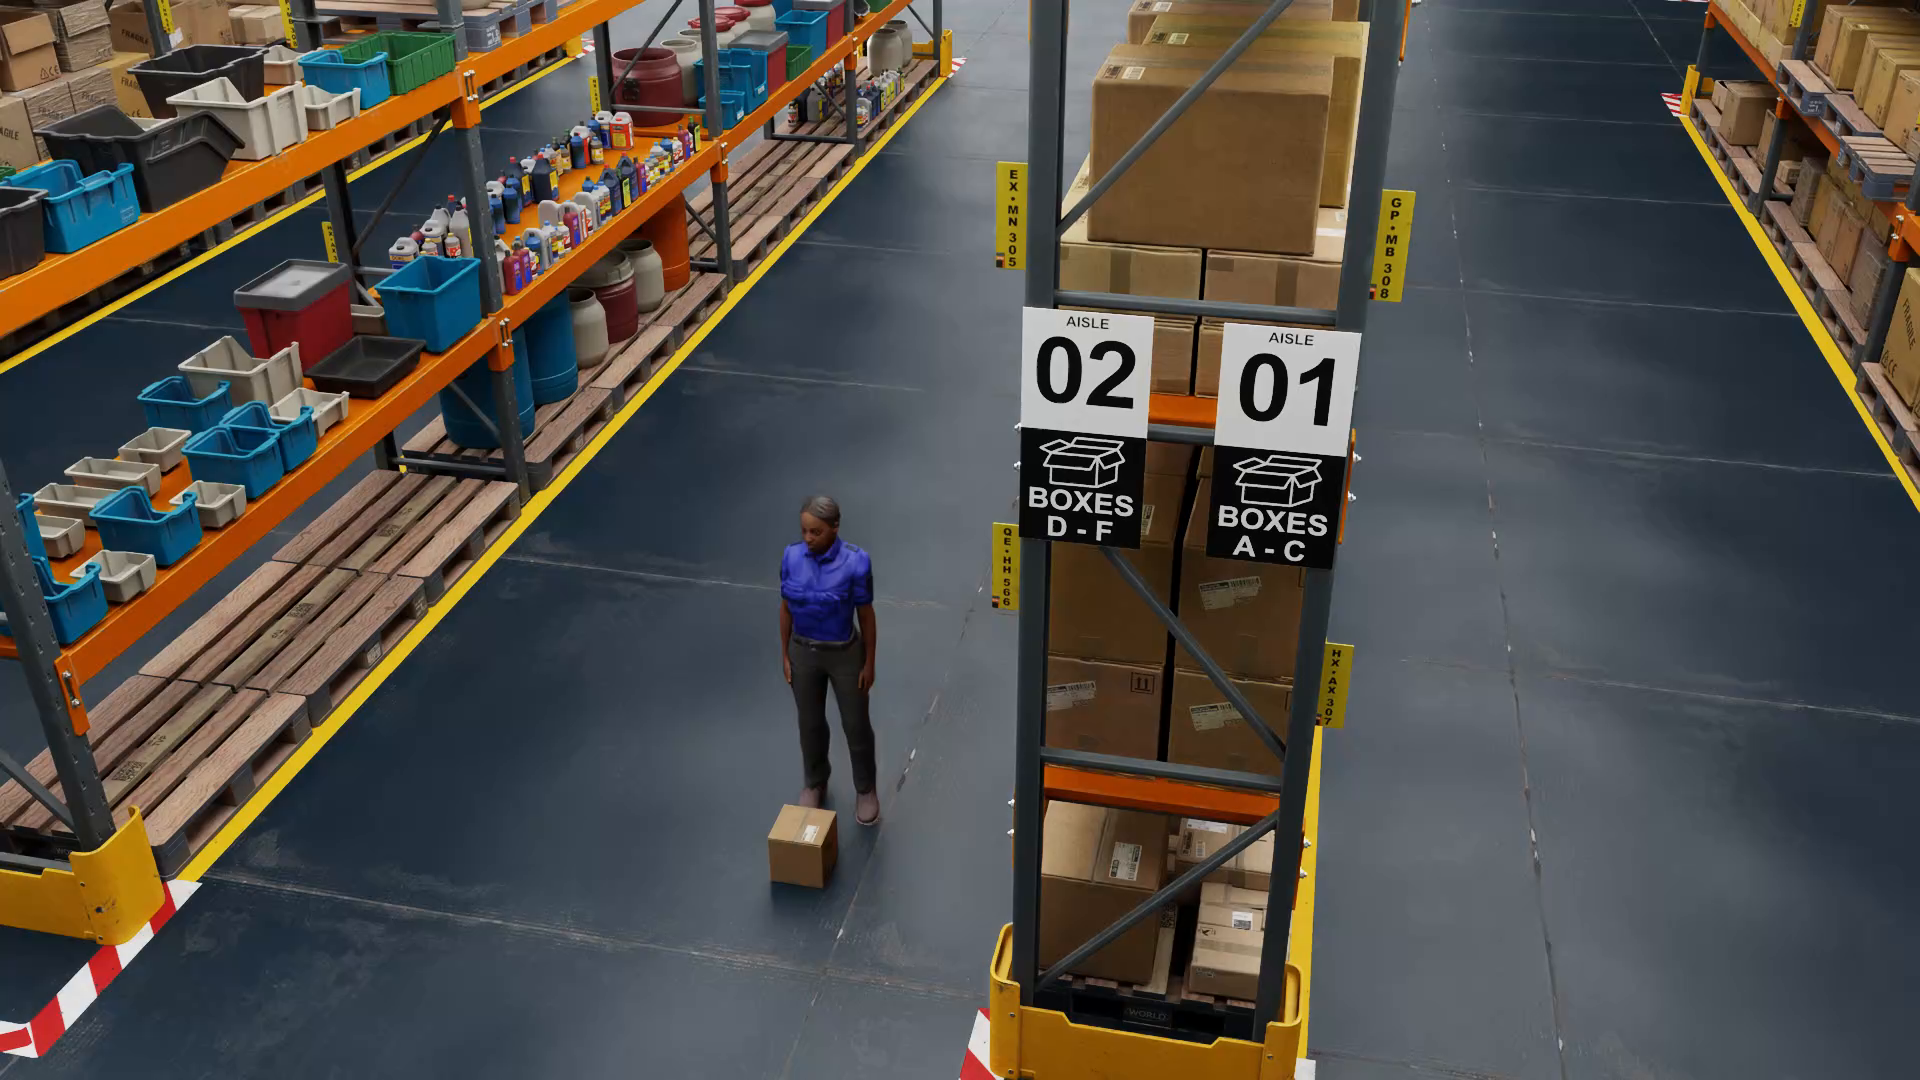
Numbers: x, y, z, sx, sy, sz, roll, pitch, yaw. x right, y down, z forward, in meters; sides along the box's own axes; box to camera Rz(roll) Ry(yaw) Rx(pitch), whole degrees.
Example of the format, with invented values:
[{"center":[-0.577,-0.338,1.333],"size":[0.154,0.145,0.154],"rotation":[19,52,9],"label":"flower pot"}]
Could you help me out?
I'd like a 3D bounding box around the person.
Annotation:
[{"center":[-0.600,0.553,7.625],"size":[0.468,1.679,0.318],"rotation":[7,30,12],"label":"person"}]
